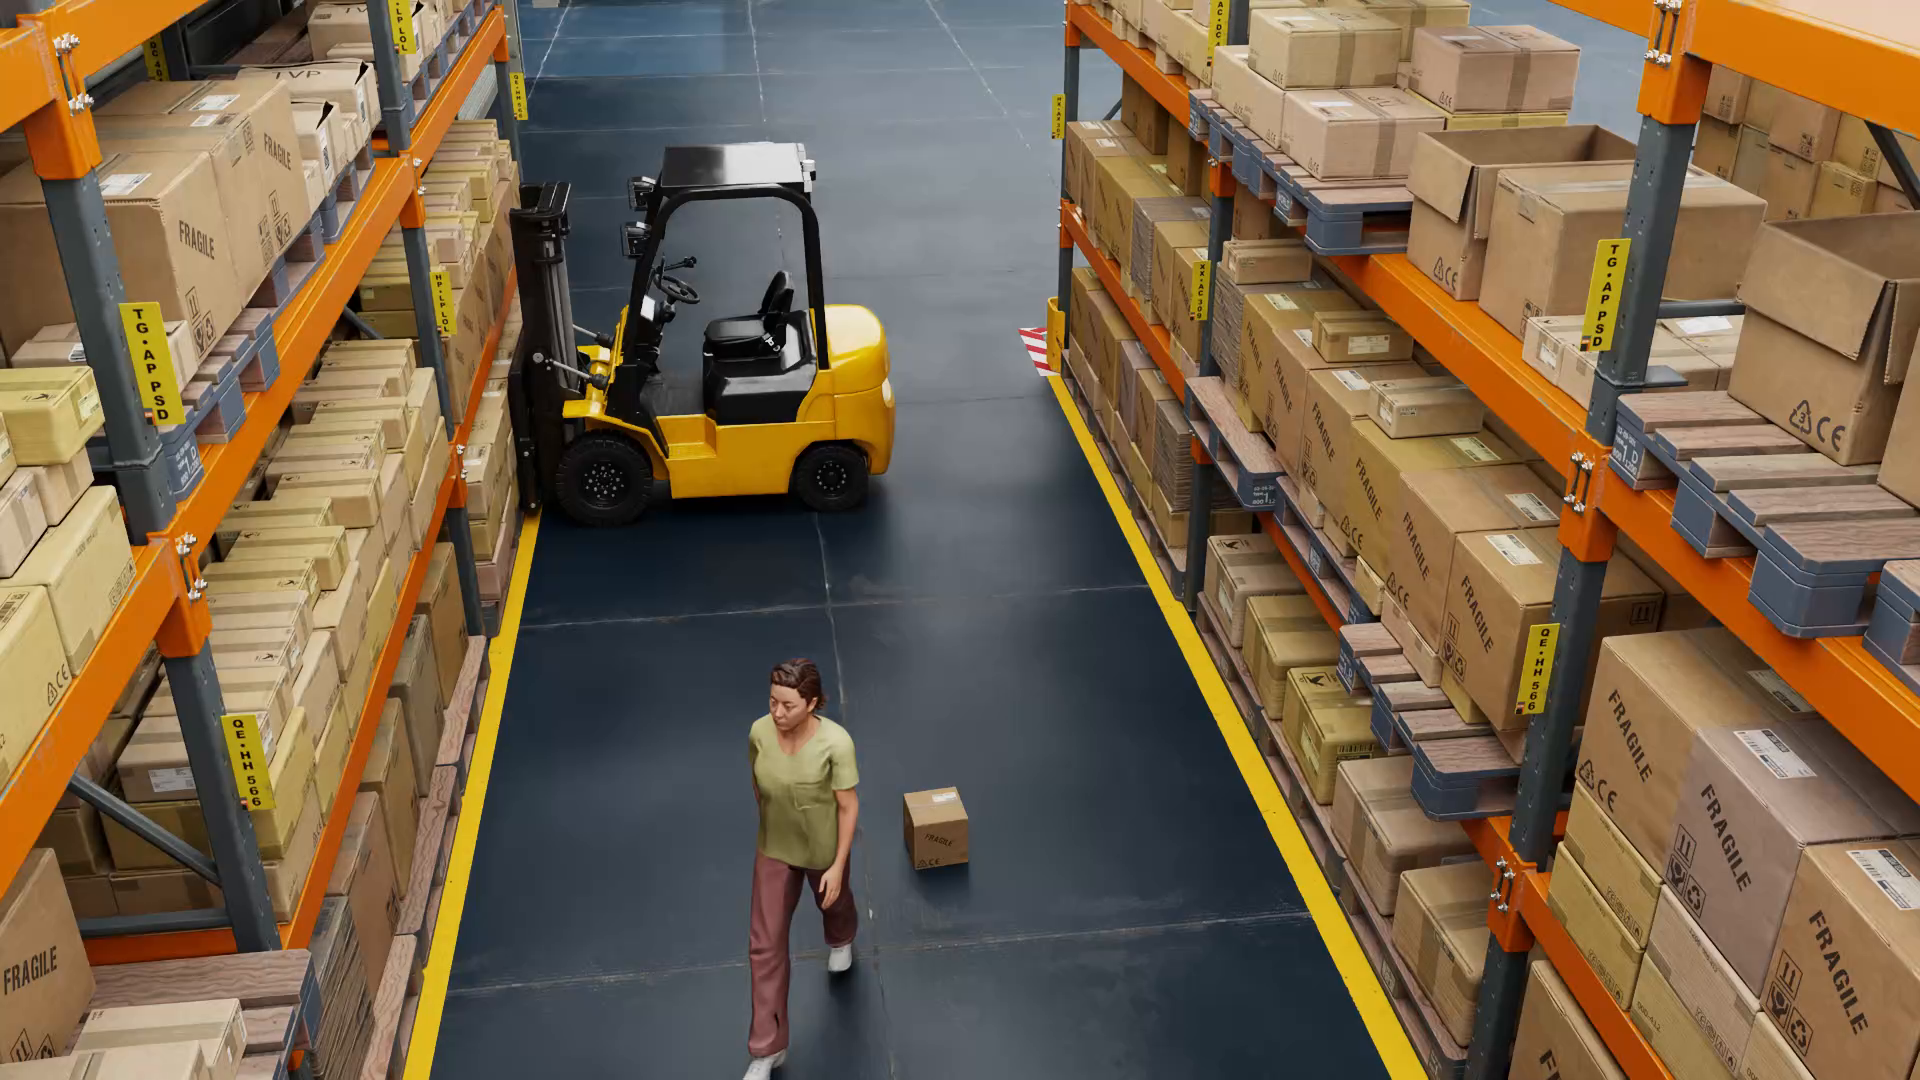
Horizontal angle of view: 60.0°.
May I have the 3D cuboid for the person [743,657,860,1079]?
[{"bbox_3d":[-0.603,1.187,6.296,0.455,1.611,1.029,5,28,9],"label":"person"}]
